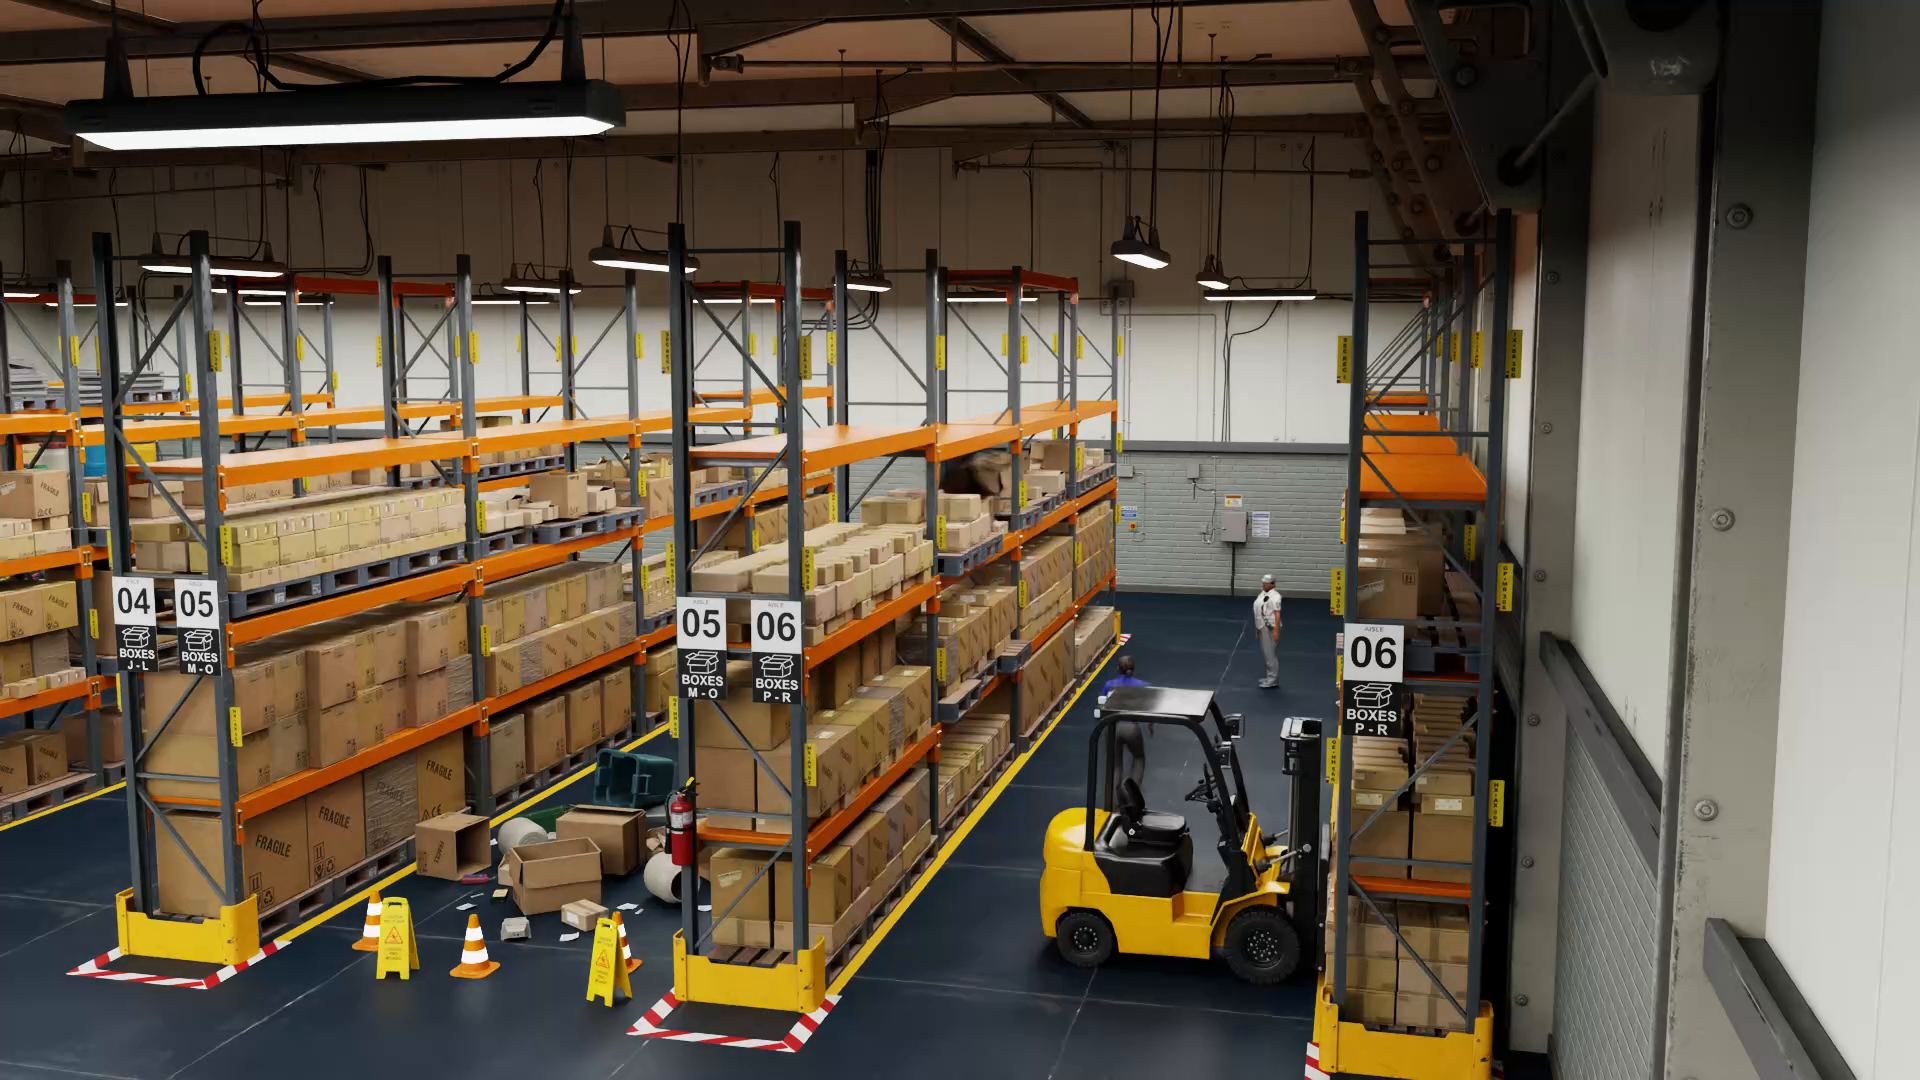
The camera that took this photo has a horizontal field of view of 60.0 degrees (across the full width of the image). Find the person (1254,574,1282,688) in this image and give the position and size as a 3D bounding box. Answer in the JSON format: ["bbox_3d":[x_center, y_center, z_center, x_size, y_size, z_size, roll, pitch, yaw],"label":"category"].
[{"bbox_3d":[4.564,1.333,24.701,0.394,1.668,0.522,0,7,-2],"label":"person"}]

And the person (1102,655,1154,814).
[{"bbox_3d":[1.757,2.026,17.190,0.626,1.705,0.616,2,7,18],"label":"person"}]
